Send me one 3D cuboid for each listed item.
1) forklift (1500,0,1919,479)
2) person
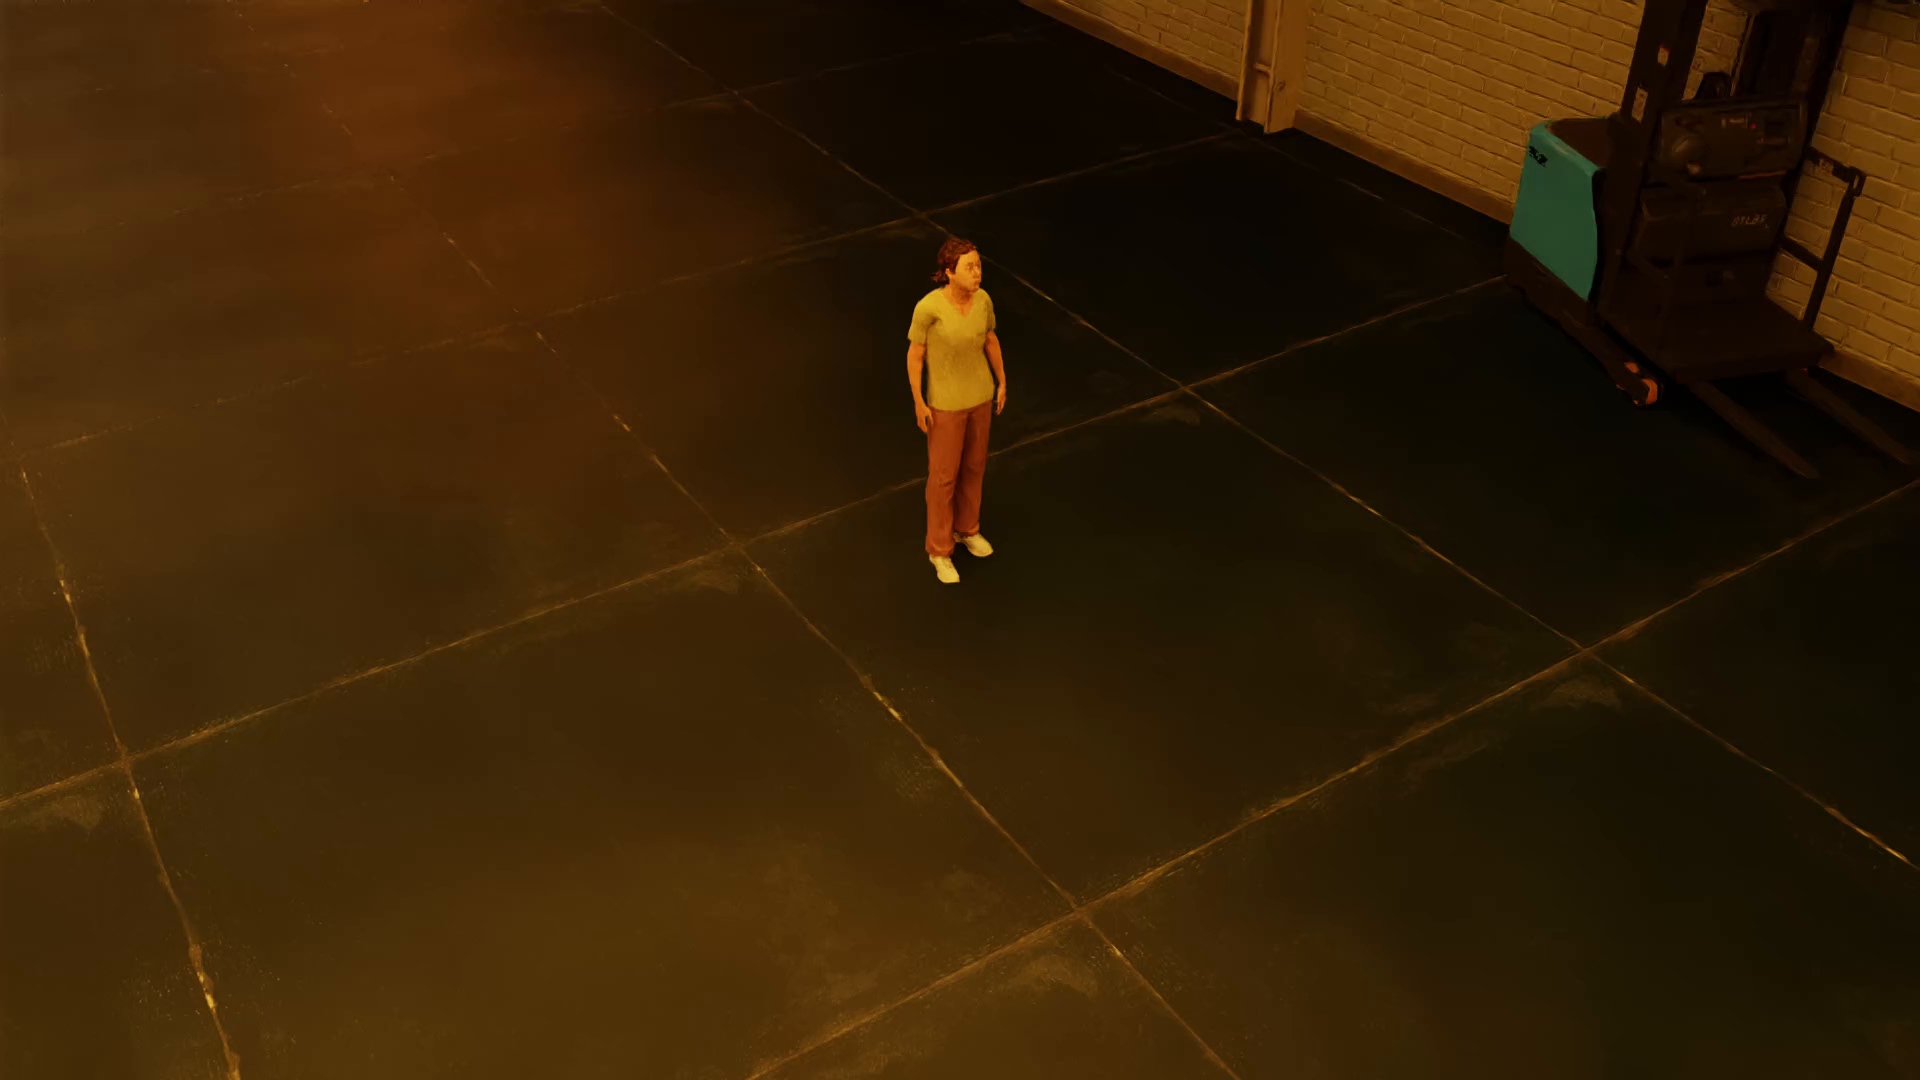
[{"bbox_3d":[4.462,-2.231,9.323,1.130,2.935,3.031,-8,36,-11],"label":"forklift"},{"bbox_3d":[0.036,-0.643,8.154,0.554,1.660,0.532,-21,40,-27],"label":"person"}]
